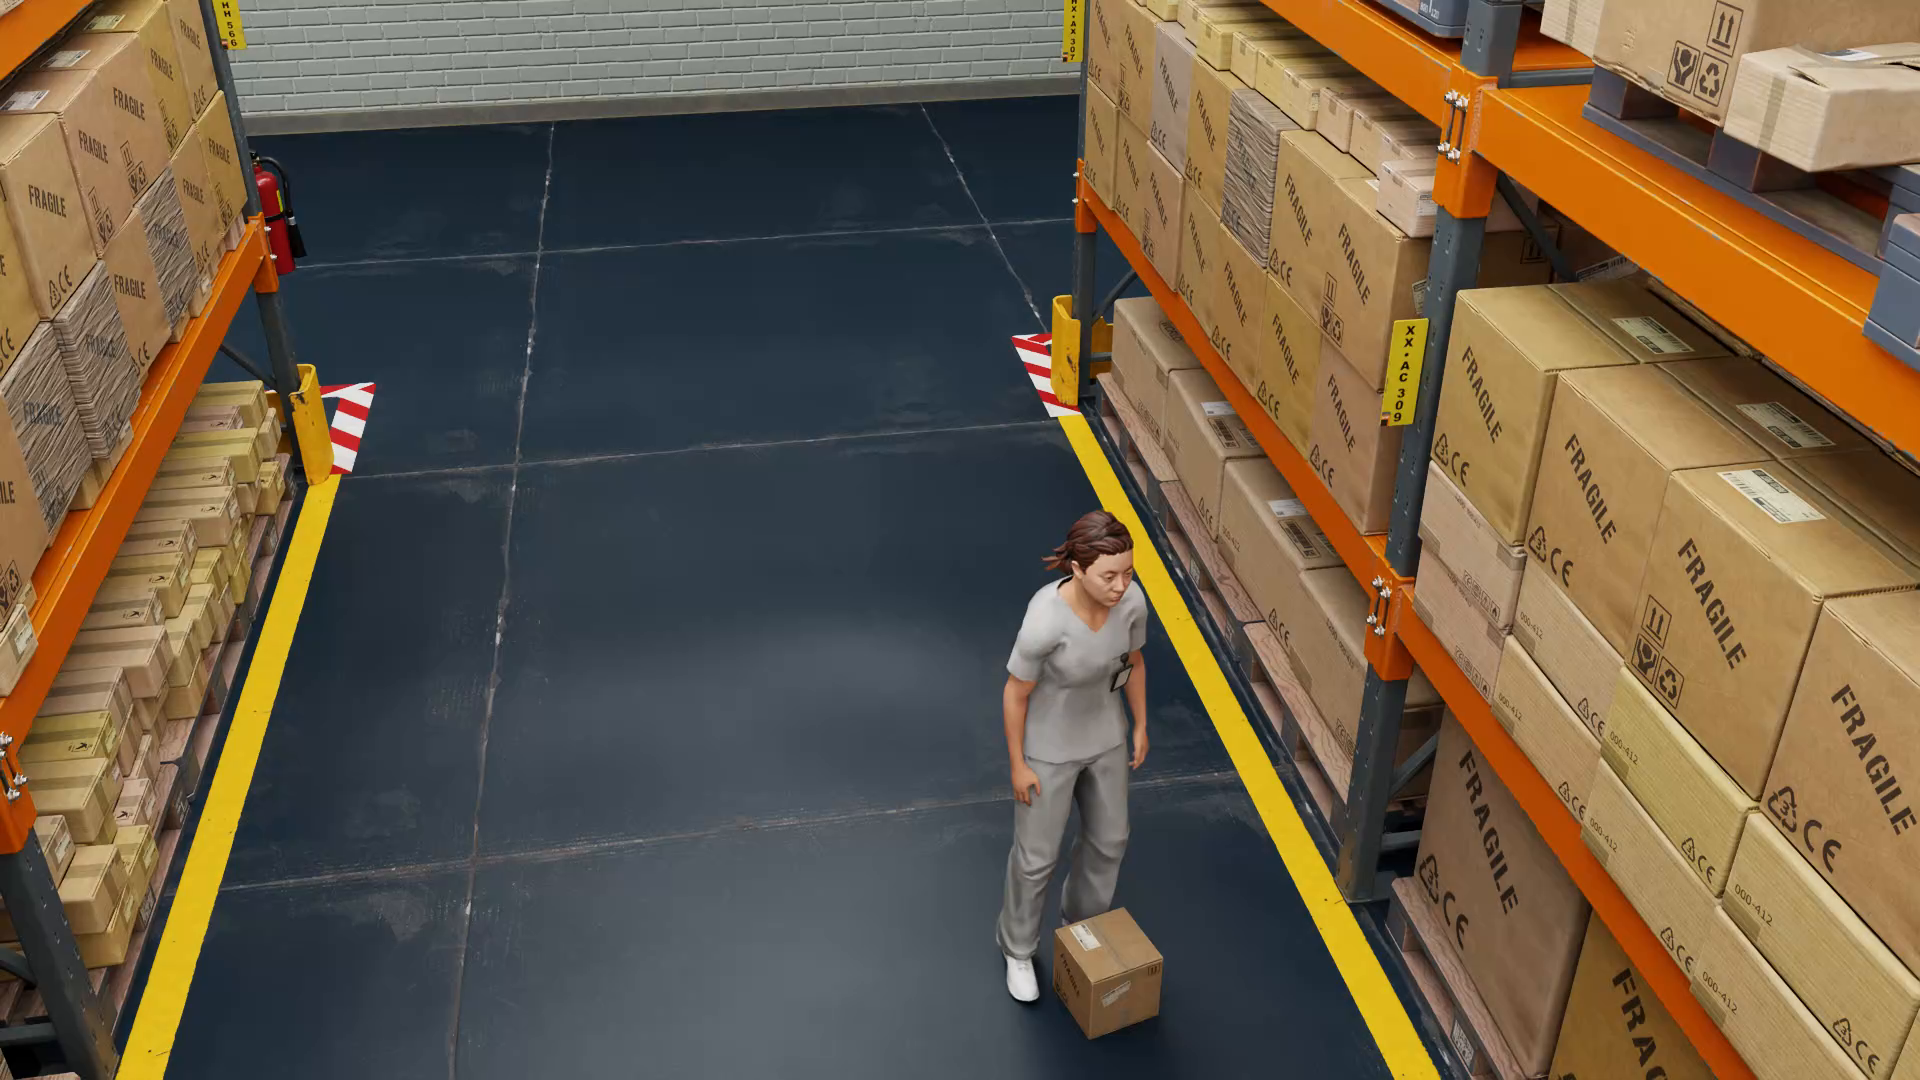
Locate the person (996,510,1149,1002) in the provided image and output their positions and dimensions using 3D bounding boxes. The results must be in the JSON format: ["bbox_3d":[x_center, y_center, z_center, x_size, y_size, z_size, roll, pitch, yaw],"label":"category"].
[{"bbox_3d":[0.349,0.637,5.065,0.516,1.672,0.357,-15,34,-23],"label":"person"}]
